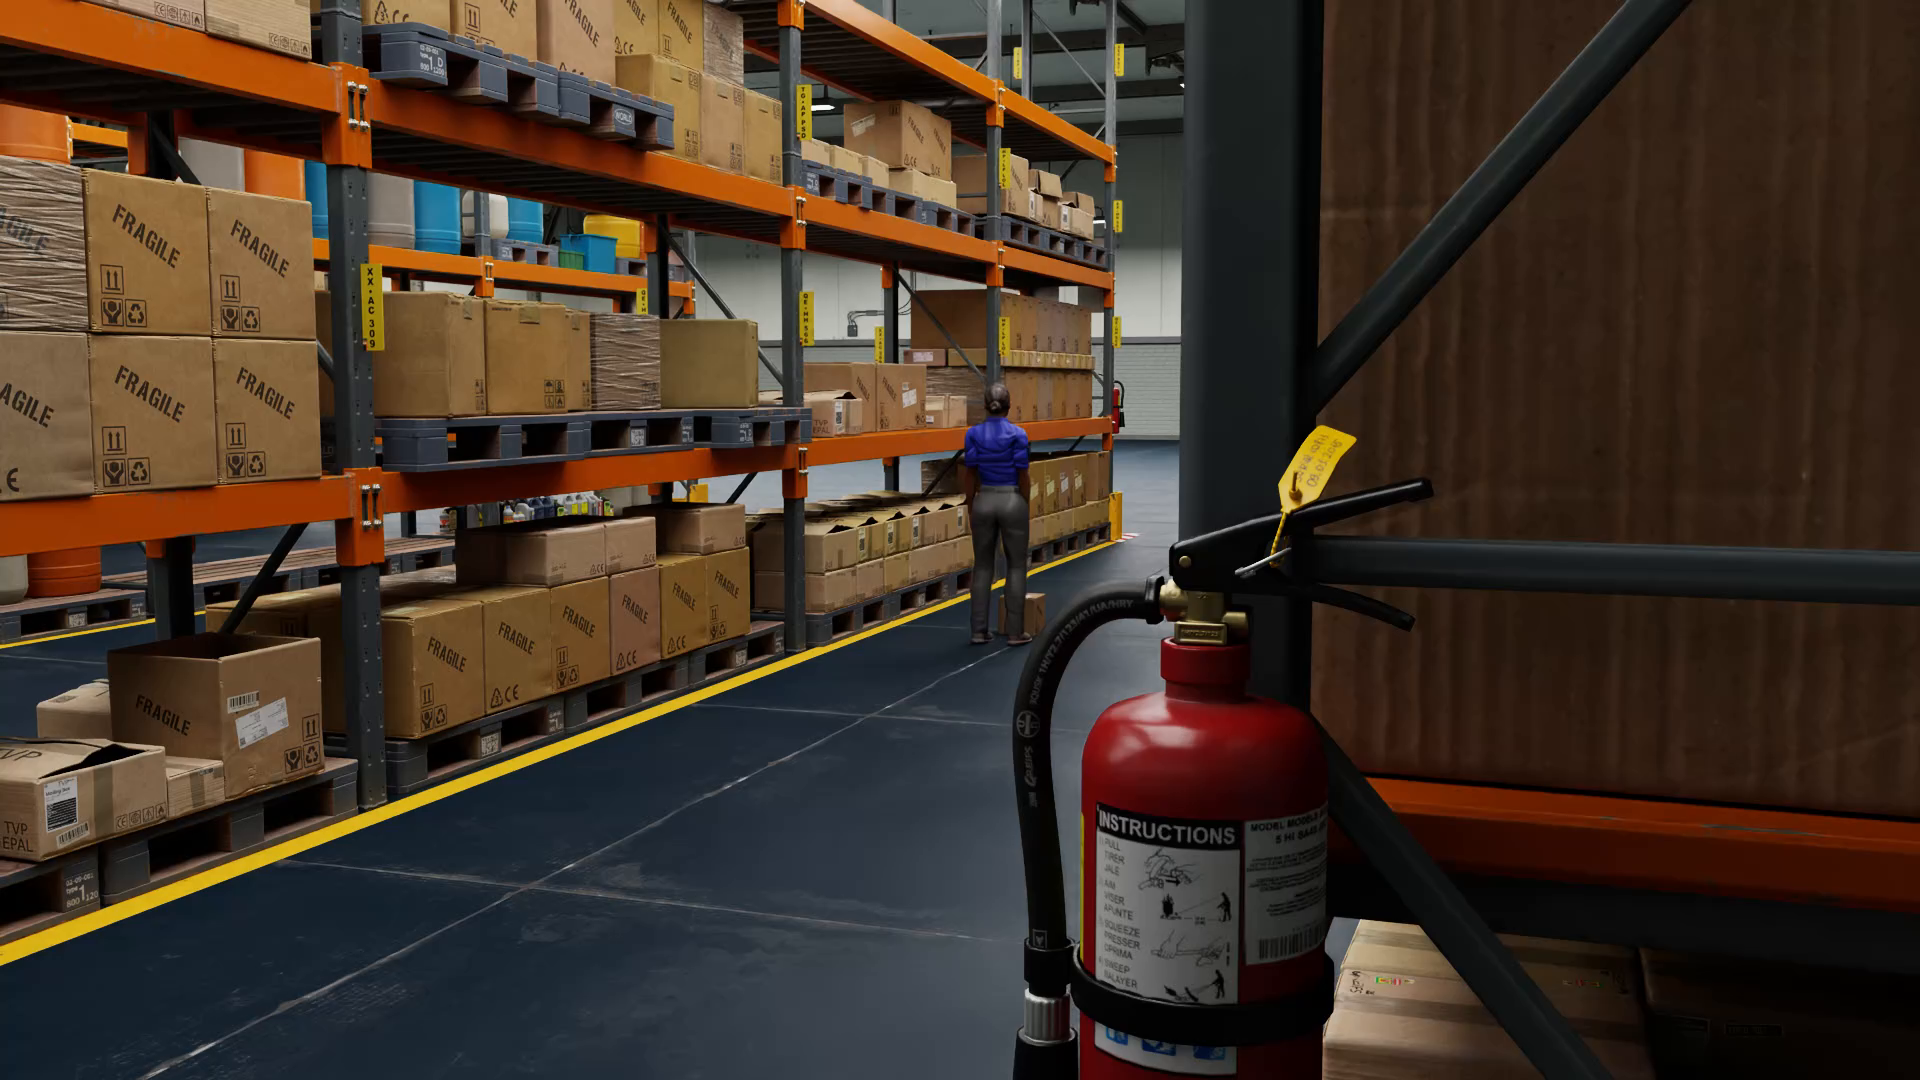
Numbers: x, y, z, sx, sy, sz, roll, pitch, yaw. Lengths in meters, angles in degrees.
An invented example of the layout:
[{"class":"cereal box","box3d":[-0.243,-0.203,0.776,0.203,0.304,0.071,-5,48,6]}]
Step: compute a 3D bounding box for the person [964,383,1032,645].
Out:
[{"class":"person","box3d":[0.243,-0.163,10.546,0.437,1.660,0.316,2,6,19]}]
